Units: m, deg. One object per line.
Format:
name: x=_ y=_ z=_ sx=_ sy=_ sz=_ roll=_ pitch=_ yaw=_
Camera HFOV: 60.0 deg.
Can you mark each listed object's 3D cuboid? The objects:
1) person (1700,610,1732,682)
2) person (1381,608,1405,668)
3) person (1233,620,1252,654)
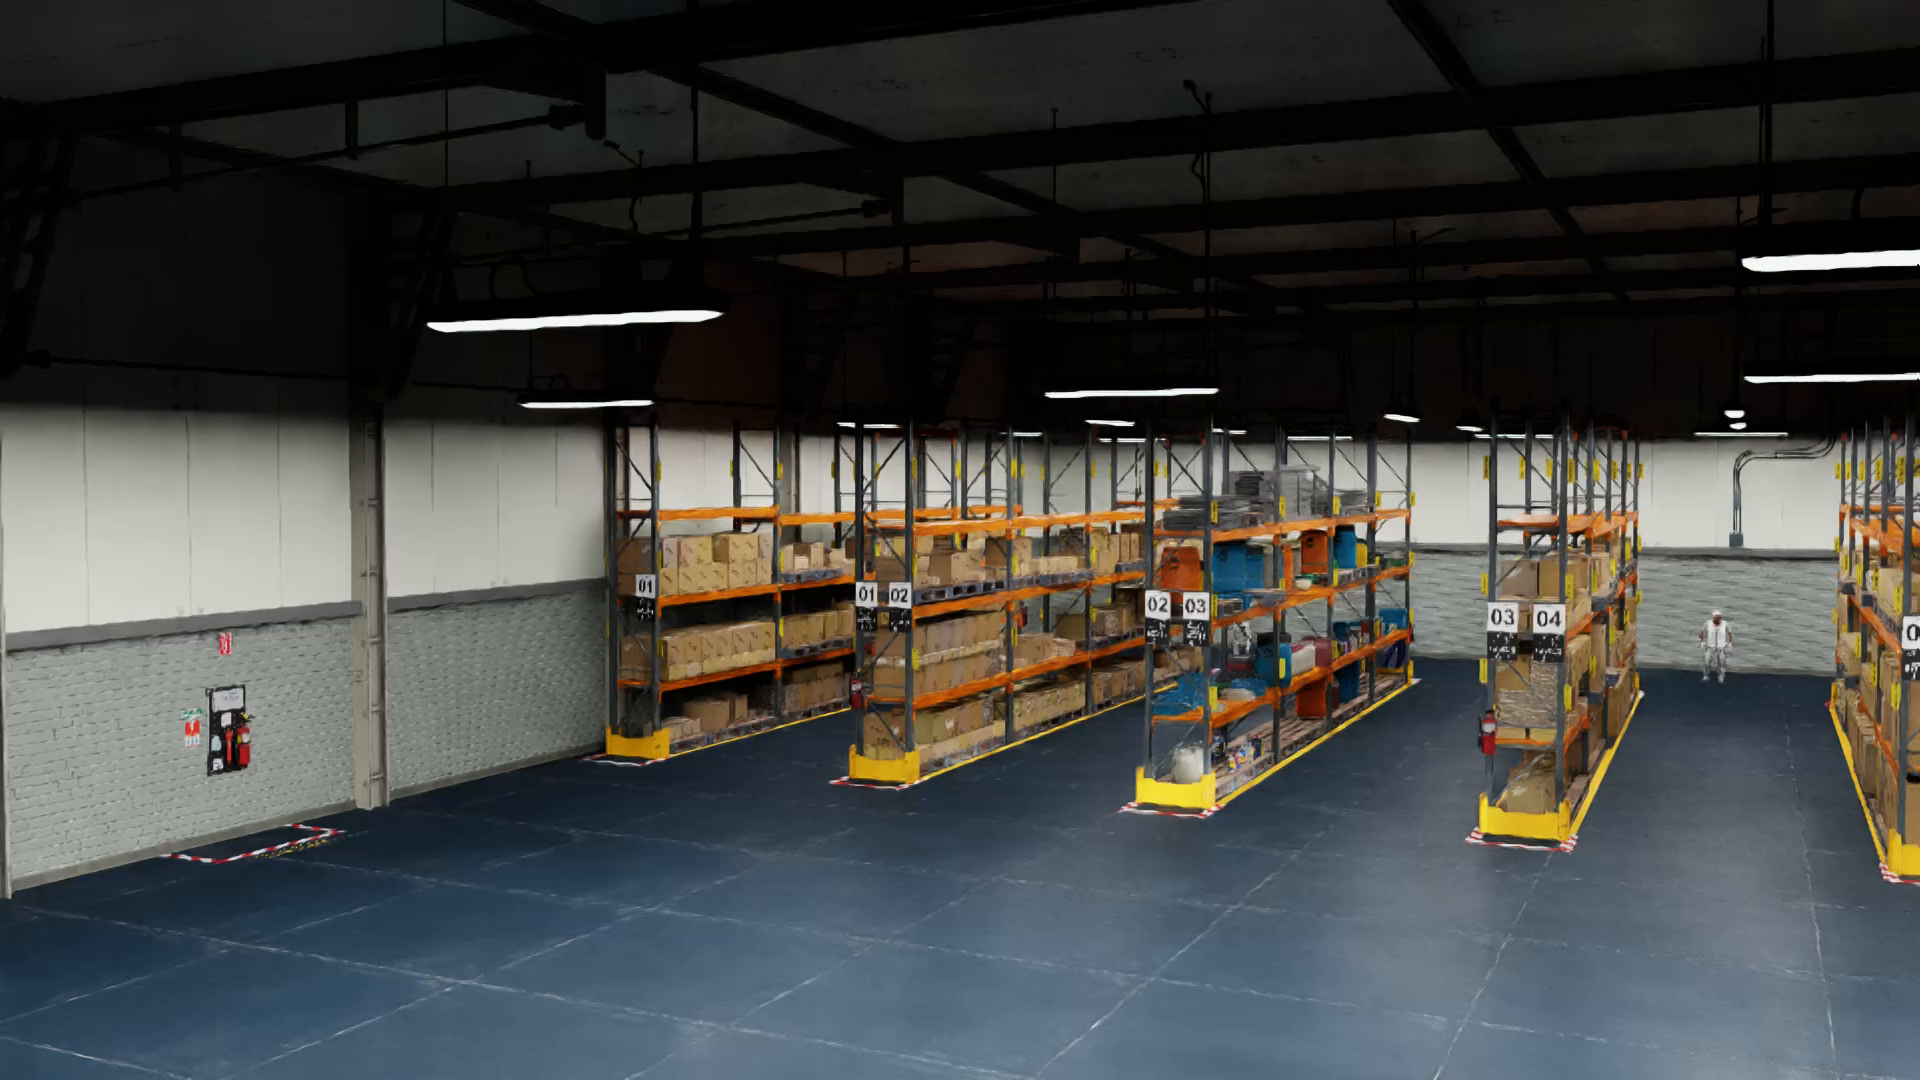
person: x=17.806 y=2.497 z=39.174 sx=0.702 sy=1.734 sz=0.549 roll=1 pitch=3 yaw=23
person: x=10.582 y=2.479 z=40.668 sx=0.680 sy=1.640 sz=0.519 roll=-1 pitch=3 yaw=-18
person: x=6.764 y=2.507 z=39.886 sx=0.500 sy=1.619 sz=0.997 roll=1 pitch=3 yaw=24
